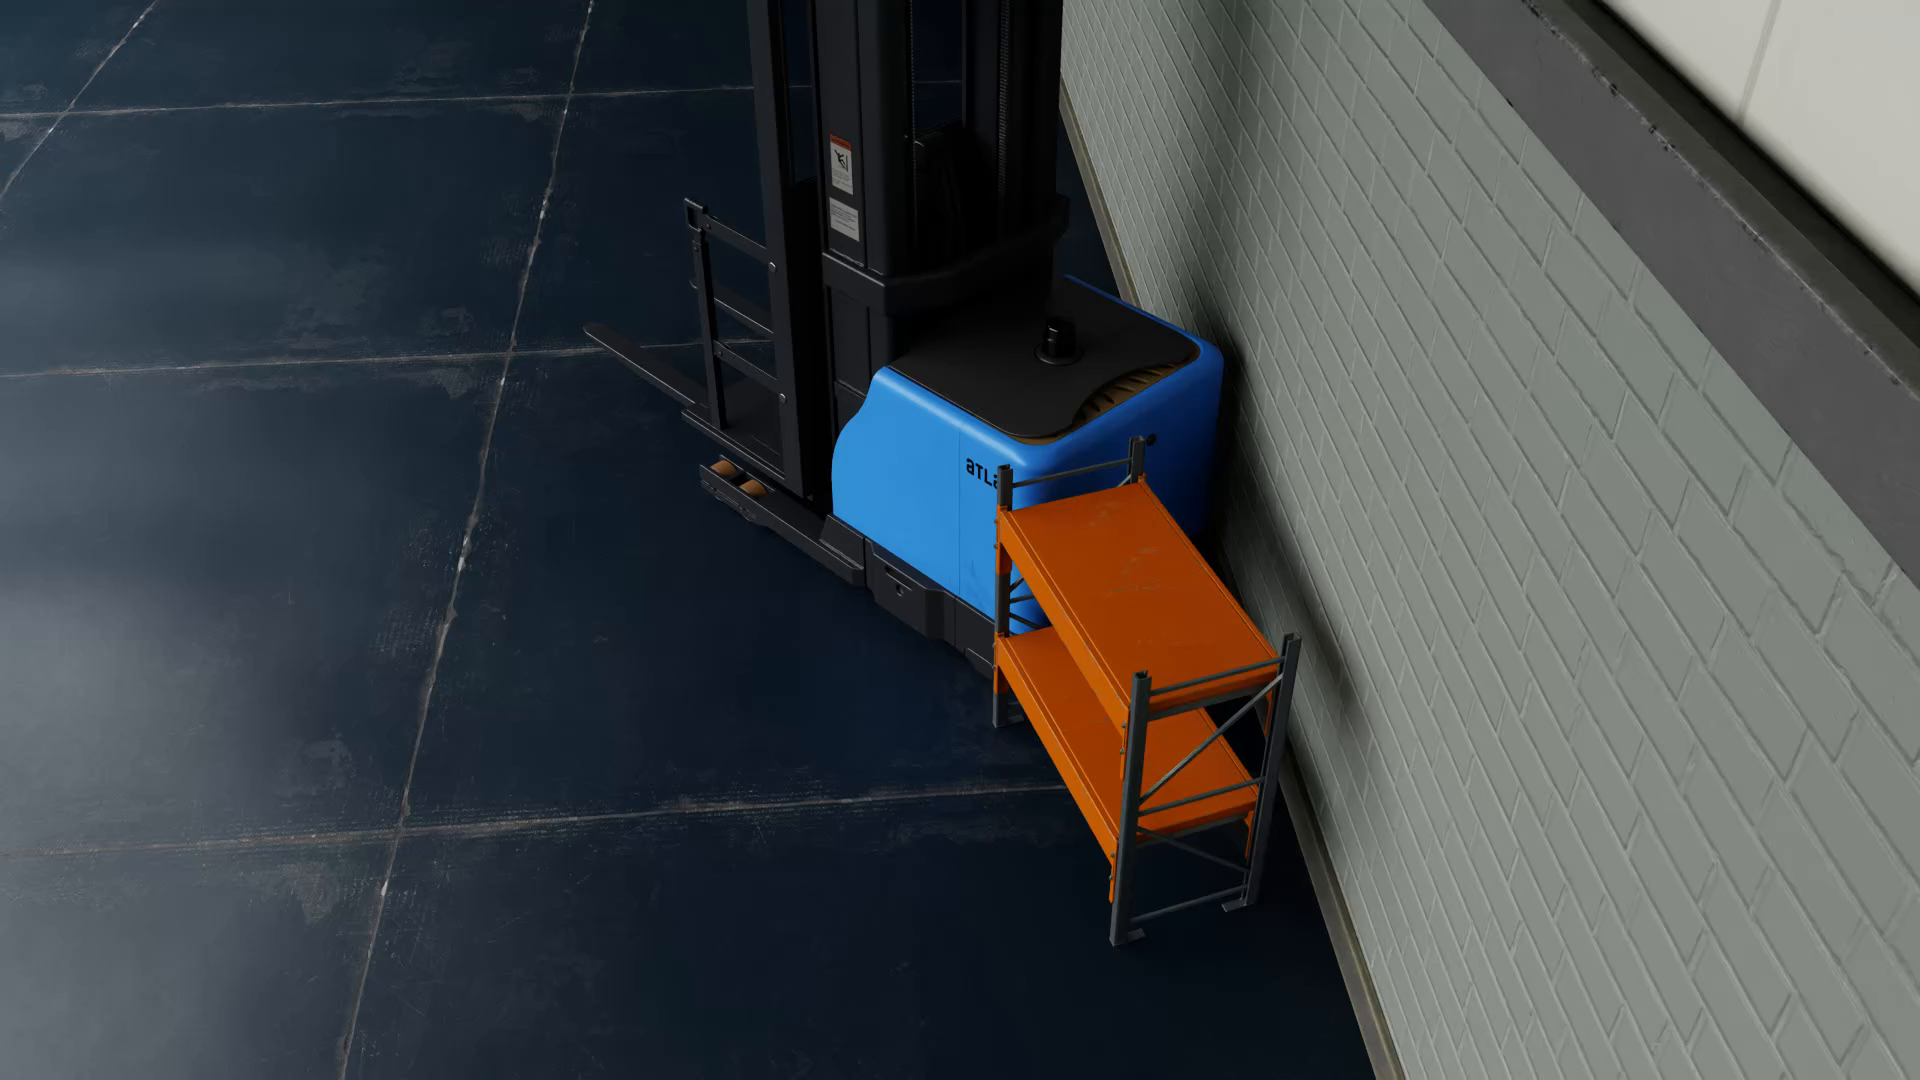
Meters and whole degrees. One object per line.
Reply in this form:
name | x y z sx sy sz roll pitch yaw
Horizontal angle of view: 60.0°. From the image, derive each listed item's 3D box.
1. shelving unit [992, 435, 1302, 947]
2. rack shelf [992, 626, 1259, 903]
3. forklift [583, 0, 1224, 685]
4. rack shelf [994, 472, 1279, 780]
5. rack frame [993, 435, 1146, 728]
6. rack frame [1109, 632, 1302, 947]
shelving unit | 0.531 0.461 5.257 0.538 1.125 1.048 -13 40 -16
rack shelf | 0.531 0.653 5.409 0.538 0.278 1.000 -13 40 -16
forklift | -0.436 -1.427 6.192 1.130 2.935 3.031 -31 48 -33
rack shelf | 0.531 0.231 5.076 0.538 0.278 1.000 -13 40 -16
rack frame | 0.357 0.165 5.632 0.500 1.125 0.032 -13 40 -16
rack frame | 0.705 0.757 4.883 0.500 1.125 0.032 -13 40 -16
